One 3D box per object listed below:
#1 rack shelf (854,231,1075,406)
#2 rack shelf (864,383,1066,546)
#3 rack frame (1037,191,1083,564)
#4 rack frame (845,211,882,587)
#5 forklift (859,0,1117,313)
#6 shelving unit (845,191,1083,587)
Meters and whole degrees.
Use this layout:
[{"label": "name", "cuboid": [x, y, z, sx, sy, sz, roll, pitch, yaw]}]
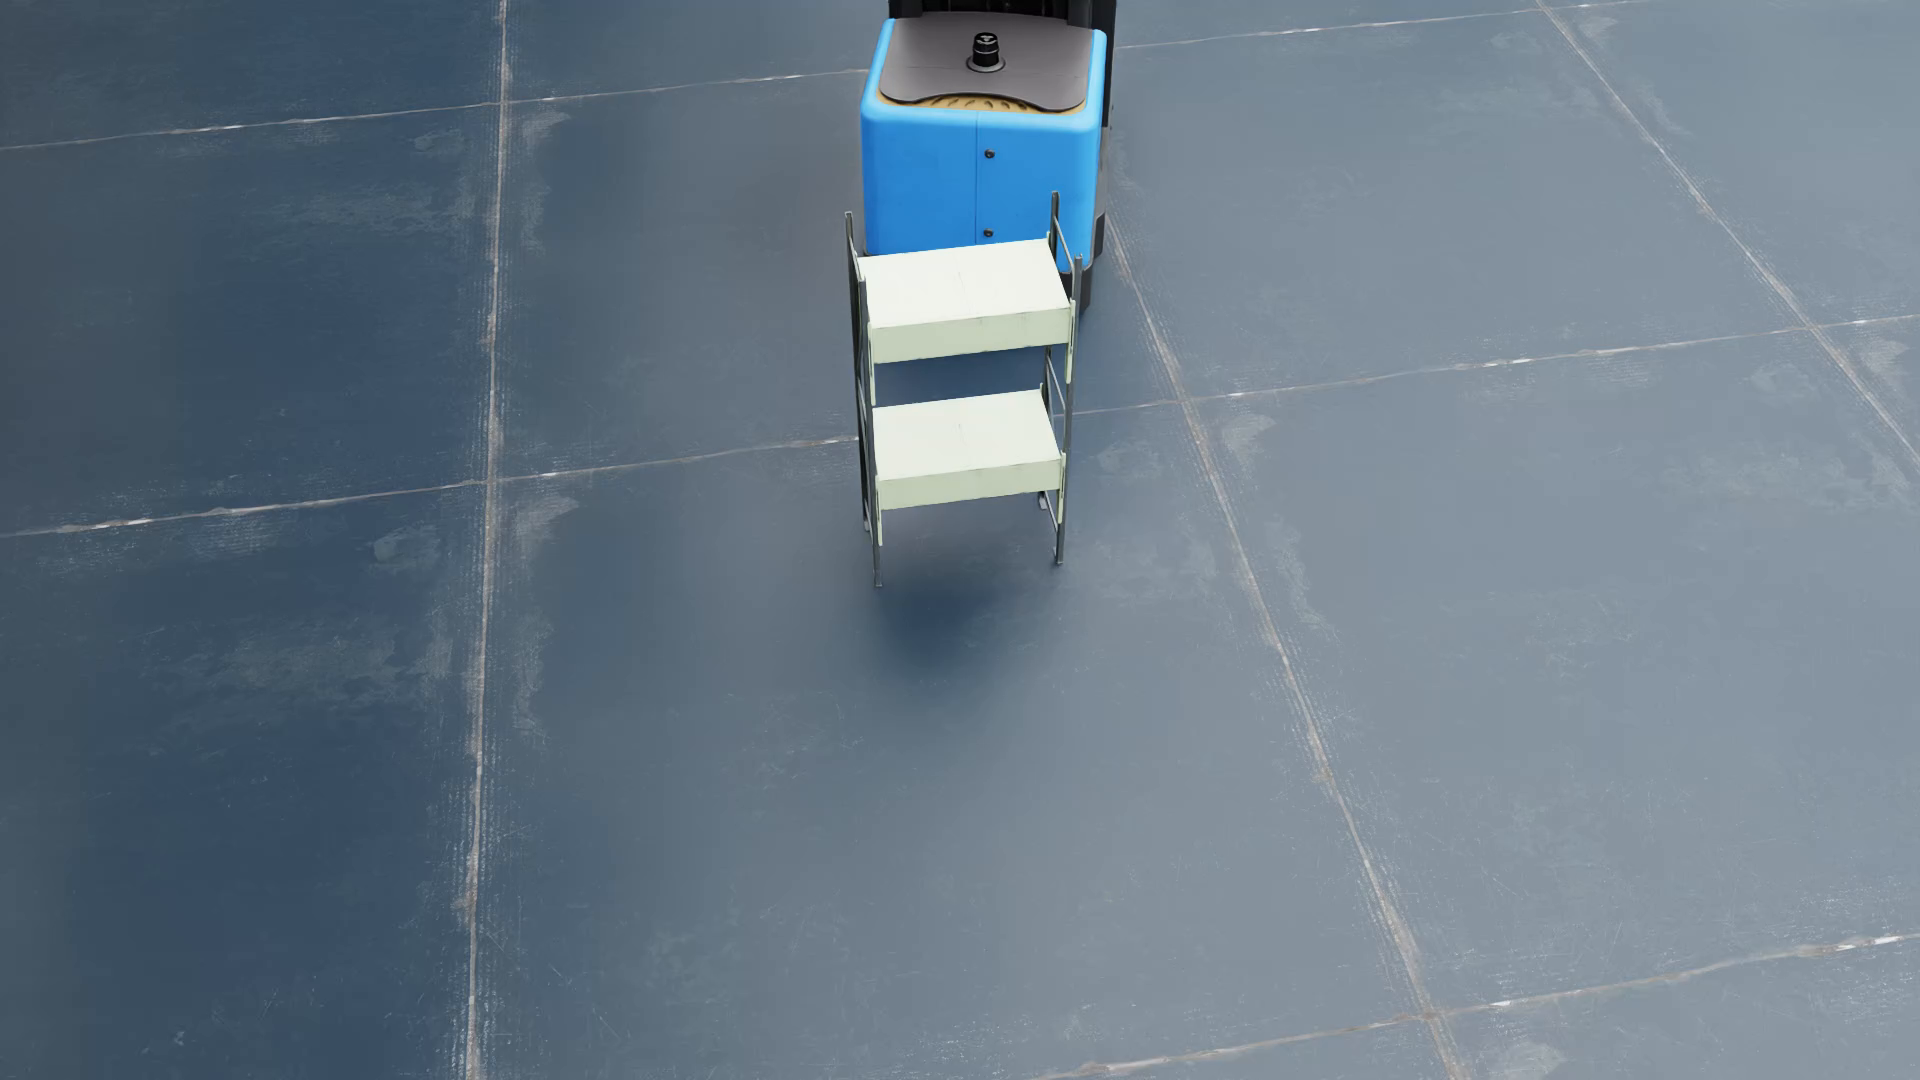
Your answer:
[{"label": "rack shelf", "cuboid": [0.007, -0.792, 5.930, 0.720, 0.370, 0.431, -7, 46, -7]}, {"label": "rack shelf", "cuboid": [0.007, -0.295, 6.445, 0.720, 0.370, 0.431, -7, 46, -7]}, {"label": "rack frame", "cuboid": [0.367, -0.566, 6.254, 0.023, 1.500, 0.400, -7, 46, -7]}, {"label": "rack frame", "cuboid": [-0.354, -0.476, 6.167, 0.023, 1.500, 0.400, -7, 46, -7]}, {"label": "forklift", "cuboid": [0.230, -3.115, 7.716, 1.130, 2.935, 3.031, 4, 46, 4]}, {"label": "shelving unit", "cuboid": [0.007, -0.521, 6.211, 0.755, 1.500, 0.431, -7, 46, -7]}]
